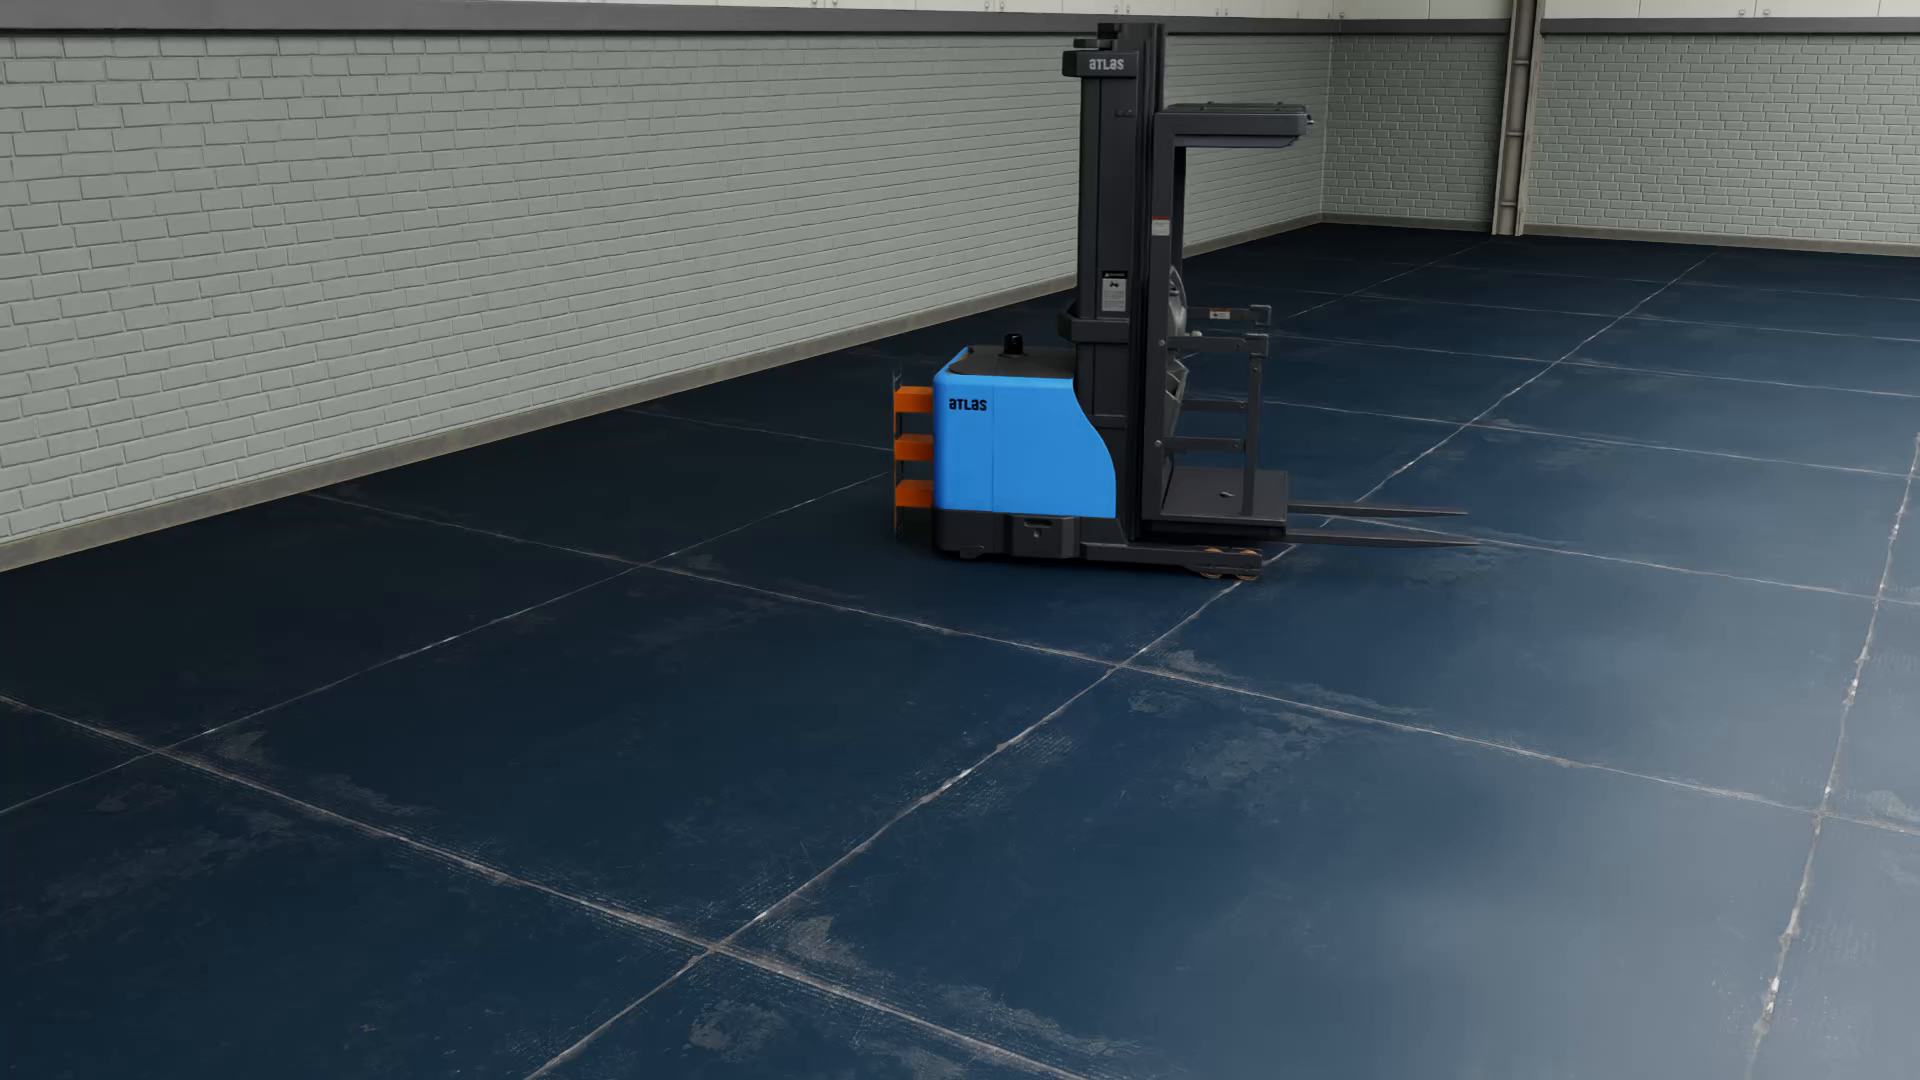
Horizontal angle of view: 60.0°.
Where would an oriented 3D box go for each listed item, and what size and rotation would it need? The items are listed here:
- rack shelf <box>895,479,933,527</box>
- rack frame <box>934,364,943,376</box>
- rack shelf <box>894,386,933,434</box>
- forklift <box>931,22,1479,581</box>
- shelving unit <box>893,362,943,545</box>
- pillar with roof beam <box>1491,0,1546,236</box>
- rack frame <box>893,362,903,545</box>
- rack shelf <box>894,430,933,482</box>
[{"bbox_3d":[-0.243,-0.221,9.794,0.240,0.259,0.215,3,17,10],"label":"rack shelf"},{"bbox_3d":[-0.123,-0.490,9.688,0.008,1.050,0.200,3,17,10],"label":"rack frame"},{"bbox_3d":[-0.243,-0.758,9.631,0.240,0.259,0.215,3,17,10],"label":"rack shelf"},{"bbox_3d":[1.402,-1.346,9.271,3.031,2.935,1.130,3,17,10],"label":"forklift"},{"bbox_3d":[-0.243,-0.497,9.710,0.252,1.050,0.215,3,17,10],"label":"shelving unit"},{"bbox_3d":[5.993,-7.848,20.234,0.400,9.000,9.100,10,20,30],"label":"pillar with roof beam"},{"bbox_3d":[-0.363,-0.503,9.732,0.008,1.050,0.200,3,17,10],"label":"rack frame"},{"bbox_3d":[-0.243,-0.487,9.713,0.240,0.259,0.215,3,17,10],"label":"rack shelf"}]
